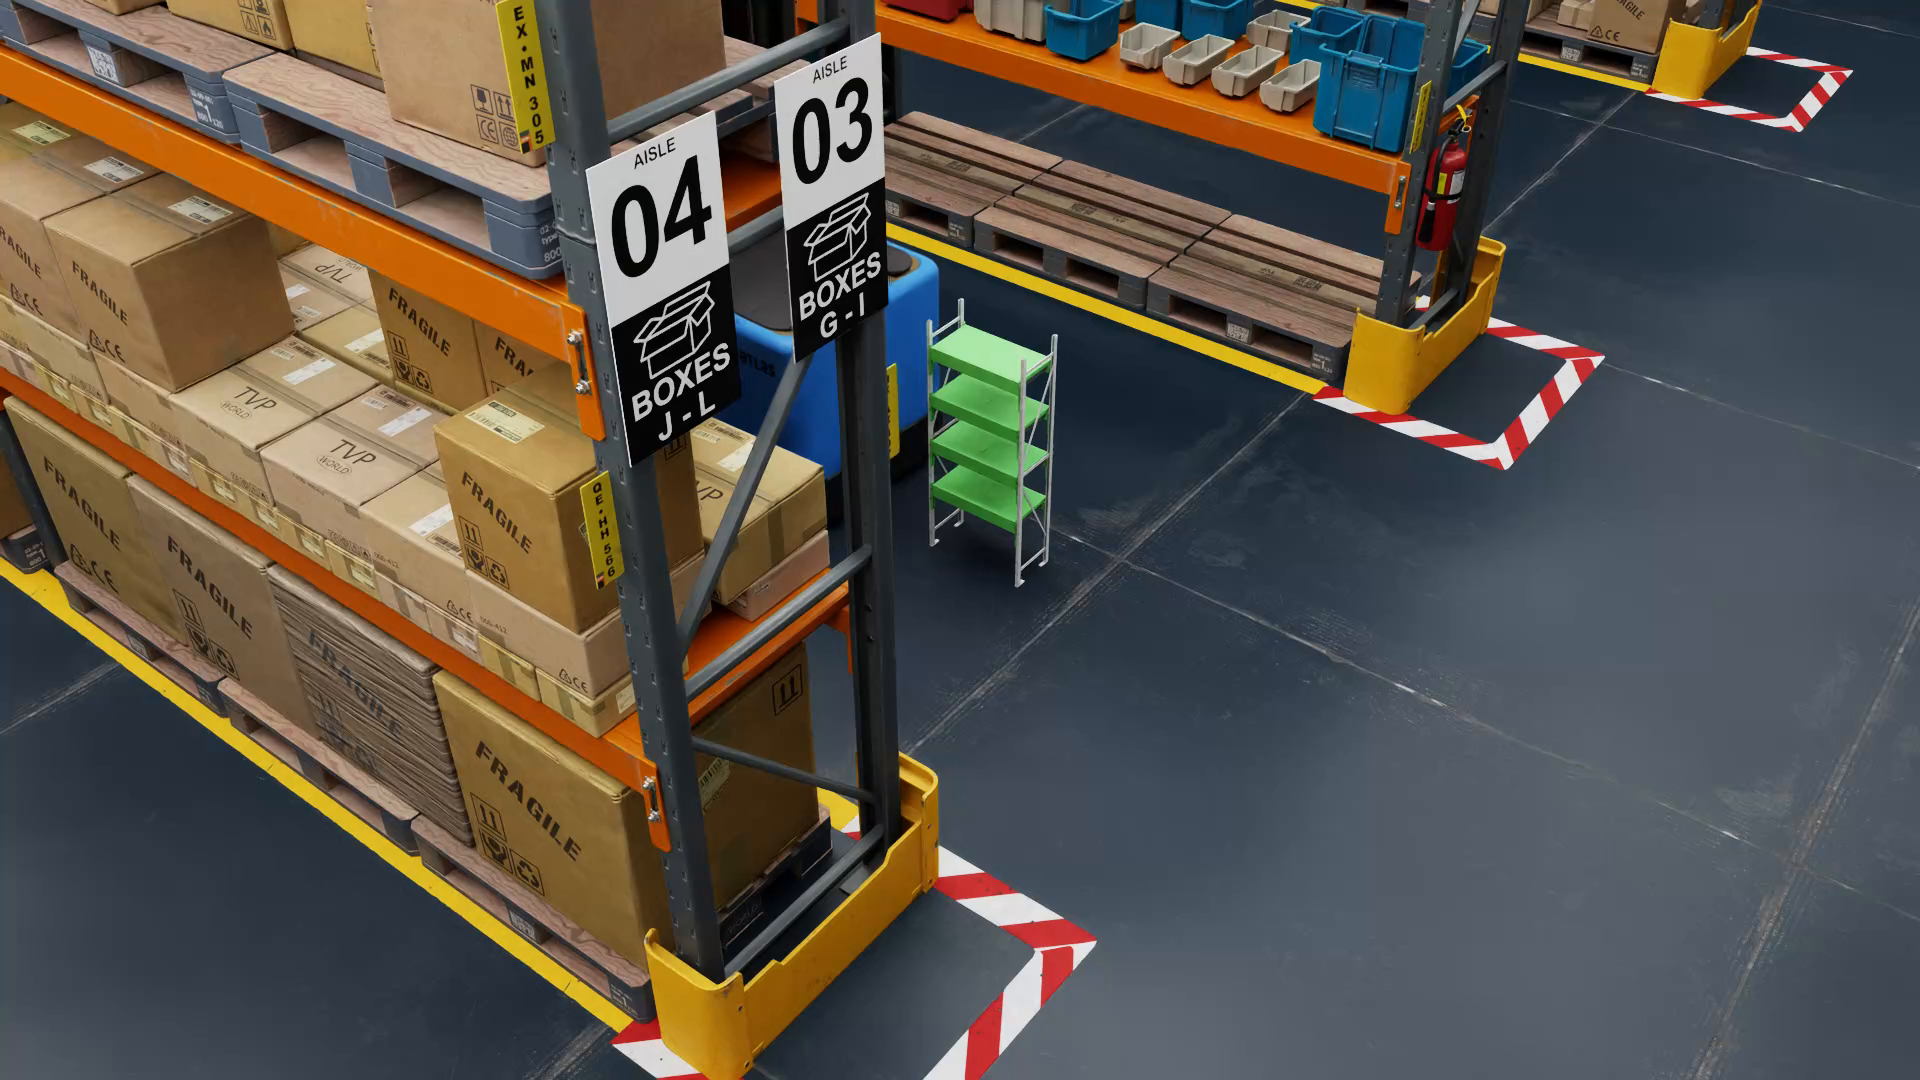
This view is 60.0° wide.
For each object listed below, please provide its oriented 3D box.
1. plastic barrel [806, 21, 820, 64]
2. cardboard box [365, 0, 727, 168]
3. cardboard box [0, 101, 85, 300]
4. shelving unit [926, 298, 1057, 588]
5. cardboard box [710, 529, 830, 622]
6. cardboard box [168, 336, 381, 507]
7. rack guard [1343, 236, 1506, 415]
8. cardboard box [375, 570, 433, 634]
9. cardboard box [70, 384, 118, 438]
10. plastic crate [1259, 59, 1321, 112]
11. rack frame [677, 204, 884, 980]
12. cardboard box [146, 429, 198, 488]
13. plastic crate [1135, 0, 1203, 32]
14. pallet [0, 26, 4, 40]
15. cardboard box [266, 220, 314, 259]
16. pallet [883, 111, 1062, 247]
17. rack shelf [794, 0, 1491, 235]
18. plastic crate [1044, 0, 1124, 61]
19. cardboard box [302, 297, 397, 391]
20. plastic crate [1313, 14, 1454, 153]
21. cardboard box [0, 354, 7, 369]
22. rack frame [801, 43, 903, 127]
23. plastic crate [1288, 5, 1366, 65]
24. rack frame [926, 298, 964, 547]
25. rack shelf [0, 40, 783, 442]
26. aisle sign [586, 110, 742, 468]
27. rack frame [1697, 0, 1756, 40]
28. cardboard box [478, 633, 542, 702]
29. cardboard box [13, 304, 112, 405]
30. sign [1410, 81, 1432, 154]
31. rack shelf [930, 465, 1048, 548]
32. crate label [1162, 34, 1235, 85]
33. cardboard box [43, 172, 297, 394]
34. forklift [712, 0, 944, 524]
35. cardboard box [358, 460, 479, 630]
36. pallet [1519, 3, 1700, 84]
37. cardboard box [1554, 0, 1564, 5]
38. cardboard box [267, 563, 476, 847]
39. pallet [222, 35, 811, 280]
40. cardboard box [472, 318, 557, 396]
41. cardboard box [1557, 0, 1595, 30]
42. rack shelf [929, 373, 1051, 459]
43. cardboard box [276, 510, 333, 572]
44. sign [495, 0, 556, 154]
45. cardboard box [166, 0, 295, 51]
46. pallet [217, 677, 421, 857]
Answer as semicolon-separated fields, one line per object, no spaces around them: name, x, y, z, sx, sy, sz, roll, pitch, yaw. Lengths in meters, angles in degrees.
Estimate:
plastic barrel;-1.152;-3.209;10.777;0.708;0.901;0.600;25;45;29
cardboard box;-1.007;-1.328;4.077;0.500;0.500;0.700;23;43;26
cardboard box;-3.514;-1.282;6.226;0.500;0.500;0.500;25;45;29
shelving unit;0.131;-0.410;7.301;0.503;1.200;0.258;25;45;29
cardboard box;-0.643;0.070;5.432;0.250;0.149;0.380;26;45;29
cardboard box;-2.331;-0.418;5.731;0.500;0.250;0.500;25;45;29
rack guard;2.474;-1.173;8.843;0.348;0.500;1.175;25;45;29
cardboard box;-1.650;0.106;5.385;0.250;0.149;0.380;26;45;29
cardboard box;-3.078;-0.566;6.243;0.250;0.149;0.380;24;44;27
plastic crate;1.690;-2.297;8.415;0.243;0.136;0.396;25;45;29
rack frame;-0.564;0.267;4.976;0.053;2.616;0.949;25;45;29
cardboard box;-2.676;-0.375;6.000;0.250;0.149;0.380;26;45;29
plastic crate;1.167;-2.977;9.206;0.300;0.233;0.416;25;45;29
pallet;-3.096;-2.067;5.596;1.213;0.211;1.003;25;45;29
cardboard box;-2.816;-1.355;6.320;0.500;0.500;0.500;26;45;29
pallet;-0.122;-2.304;10.521;1.213;0.211;1.003;25;45;29
rack shelf;0.859;-2.626;9.254;4.000;0.370;1.077;25;45;29
plastic crate;0.660;-2.761;8.931;0.300;0.233;0.416;25;45;29
cardboard box;-2.011;-0.679;6.065;0.500;0.250;0.500;24;44;28
plastic crate;2.068;-2.232;8.090;0.499;0.435;0.616;25;45;29
cardboard box;-3.706;-0.860;6.619;0.250;0.149;0.380;25;45;29
rack frame;-0.730;-3.658;9.989;0.127;3.000;1.000;25;45;29
plastic crate;1.928;-2.618;8.748;0.300;0.233;0.416;25;45;29
rack frame;-0.062;-0.502;7.418;0.015;1.200;0.240;25;45;29
rack shelf;-2.150;-1.382;5.232;4.000;0.370;1.077;25;45;29
aisle sign;-0.687;-0.585;3.955;0.004;0.787;0.394;25;45;29
rack frame;5.460;-4.584;11.172;0.127;3.000;1.000;25;45;29
cardboard box;-1.252;0.295;5.143;0.250;0.149;0.380;26;45;29
cardboard box;-3.133;-0.798;6.216;0.500;0.250;0.500;25;44;28
sign;2.126;-1.949;7.674;0.005;0.325;0.100;25;45;29
rack shelf;0.131;-0.171;7.488;0.480;0.148;0.258;25;45;29
crate label;1.232;-2.505;8.681;0.243;0.136;0.396;25;45;29
cardboard box;-2.711;-0.901;5.739;0.500;0.500;0.500;24;44;27
forklift;-1.536;-1.947;7.860;3.031;2.935;1.130;27;46;30
cardboard box;-1.510;-0.035;5.242;0.500;0.250;0.500;24;44;28
pallet;4.765;-3.813;12.449;1.213;0.211;1.003;25;45;29
cardboard box;4.803;-4.205;12.561;0.500;0.250;0.500;25;45;29
cardboard box;-1.842;0.395;6.195;0.875;0.875;0.875;25;45;29
pallet;-1.157;-1.154;4.429;1.213;0.211;1.003;25;45;29
cardboard box;-1.176;-0.587;5.339;0.500;0.500;0.500;24;44;28
cardboard box;4.611;-3.921;12.266;0.250;0.166;0.380;25;45;29
rack shelf;0.131;-0.549;7.192;0.480;0.148;0.258;25;45;29
cardboard box;-2.063;-0.087;5.631;0.250;0.149;0.380;25;45;29
sign;-0.903;-0.973;3.472;0.005;0.325;0.100;25;45;29
cardboard box;-1.821;-1.768;4.639;0.500;0.500;0.700;22;43;26
pallet;-2.209;0.645;6.755;1.213;0.211;1.003;25;45;29
